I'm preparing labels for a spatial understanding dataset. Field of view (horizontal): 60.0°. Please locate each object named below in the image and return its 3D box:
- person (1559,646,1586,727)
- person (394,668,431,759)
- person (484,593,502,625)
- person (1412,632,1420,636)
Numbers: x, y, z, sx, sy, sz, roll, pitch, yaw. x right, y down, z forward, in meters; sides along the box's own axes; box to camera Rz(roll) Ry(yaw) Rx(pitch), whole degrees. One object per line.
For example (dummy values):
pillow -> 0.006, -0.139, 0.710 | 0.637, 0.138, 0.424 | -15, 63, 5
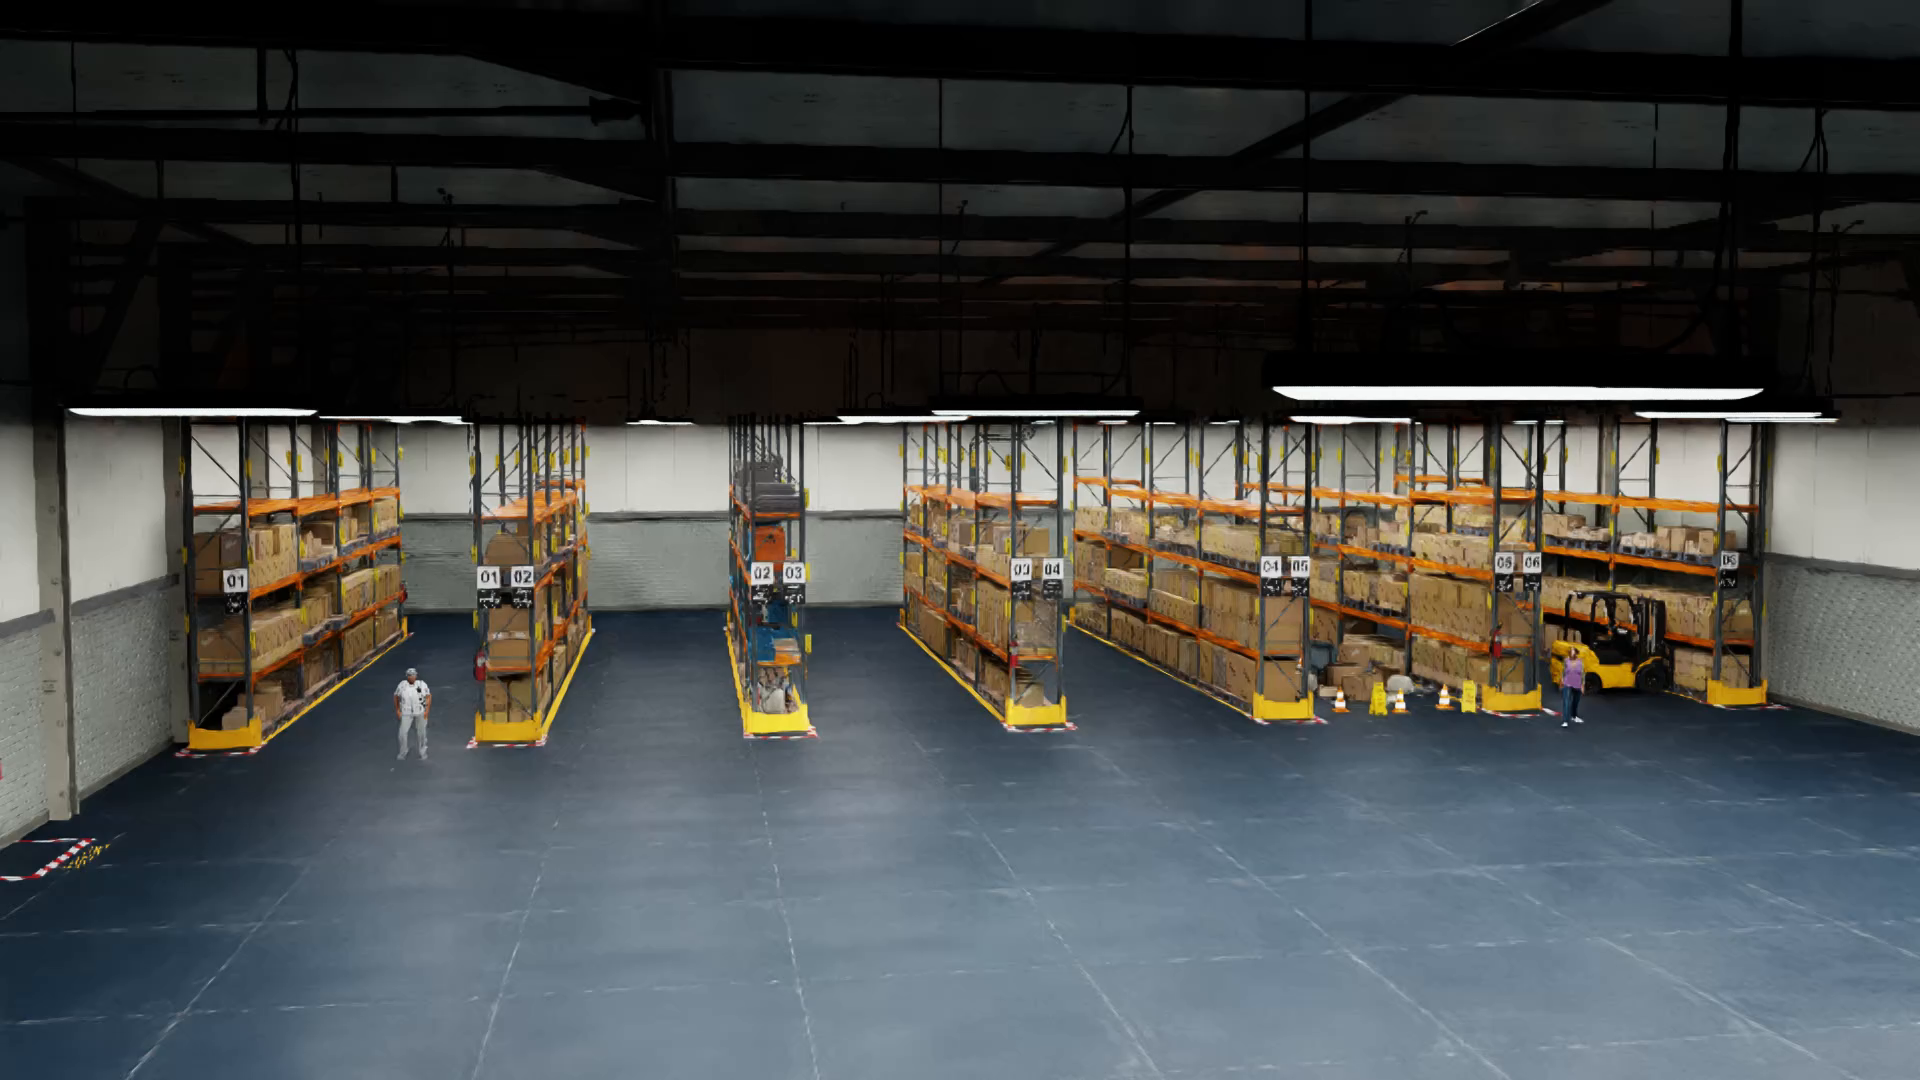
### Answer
person -> 11.718, 2.776, 31.801 | 0.457, 1.520, 0.884 | 1, 4, 15
person -> -9.423, 2.981, 28.599 | 0.608, 1.611, 0.568 | -1, 4, -11
person -> -13.356, 1.657, 47.899 | 0.469, 1.639, 0.657 | 3, 5, 36
person -> 12.513, 1.804, 45.210 | 0.555, 1.662, 0.592 | 1, 4, 11
